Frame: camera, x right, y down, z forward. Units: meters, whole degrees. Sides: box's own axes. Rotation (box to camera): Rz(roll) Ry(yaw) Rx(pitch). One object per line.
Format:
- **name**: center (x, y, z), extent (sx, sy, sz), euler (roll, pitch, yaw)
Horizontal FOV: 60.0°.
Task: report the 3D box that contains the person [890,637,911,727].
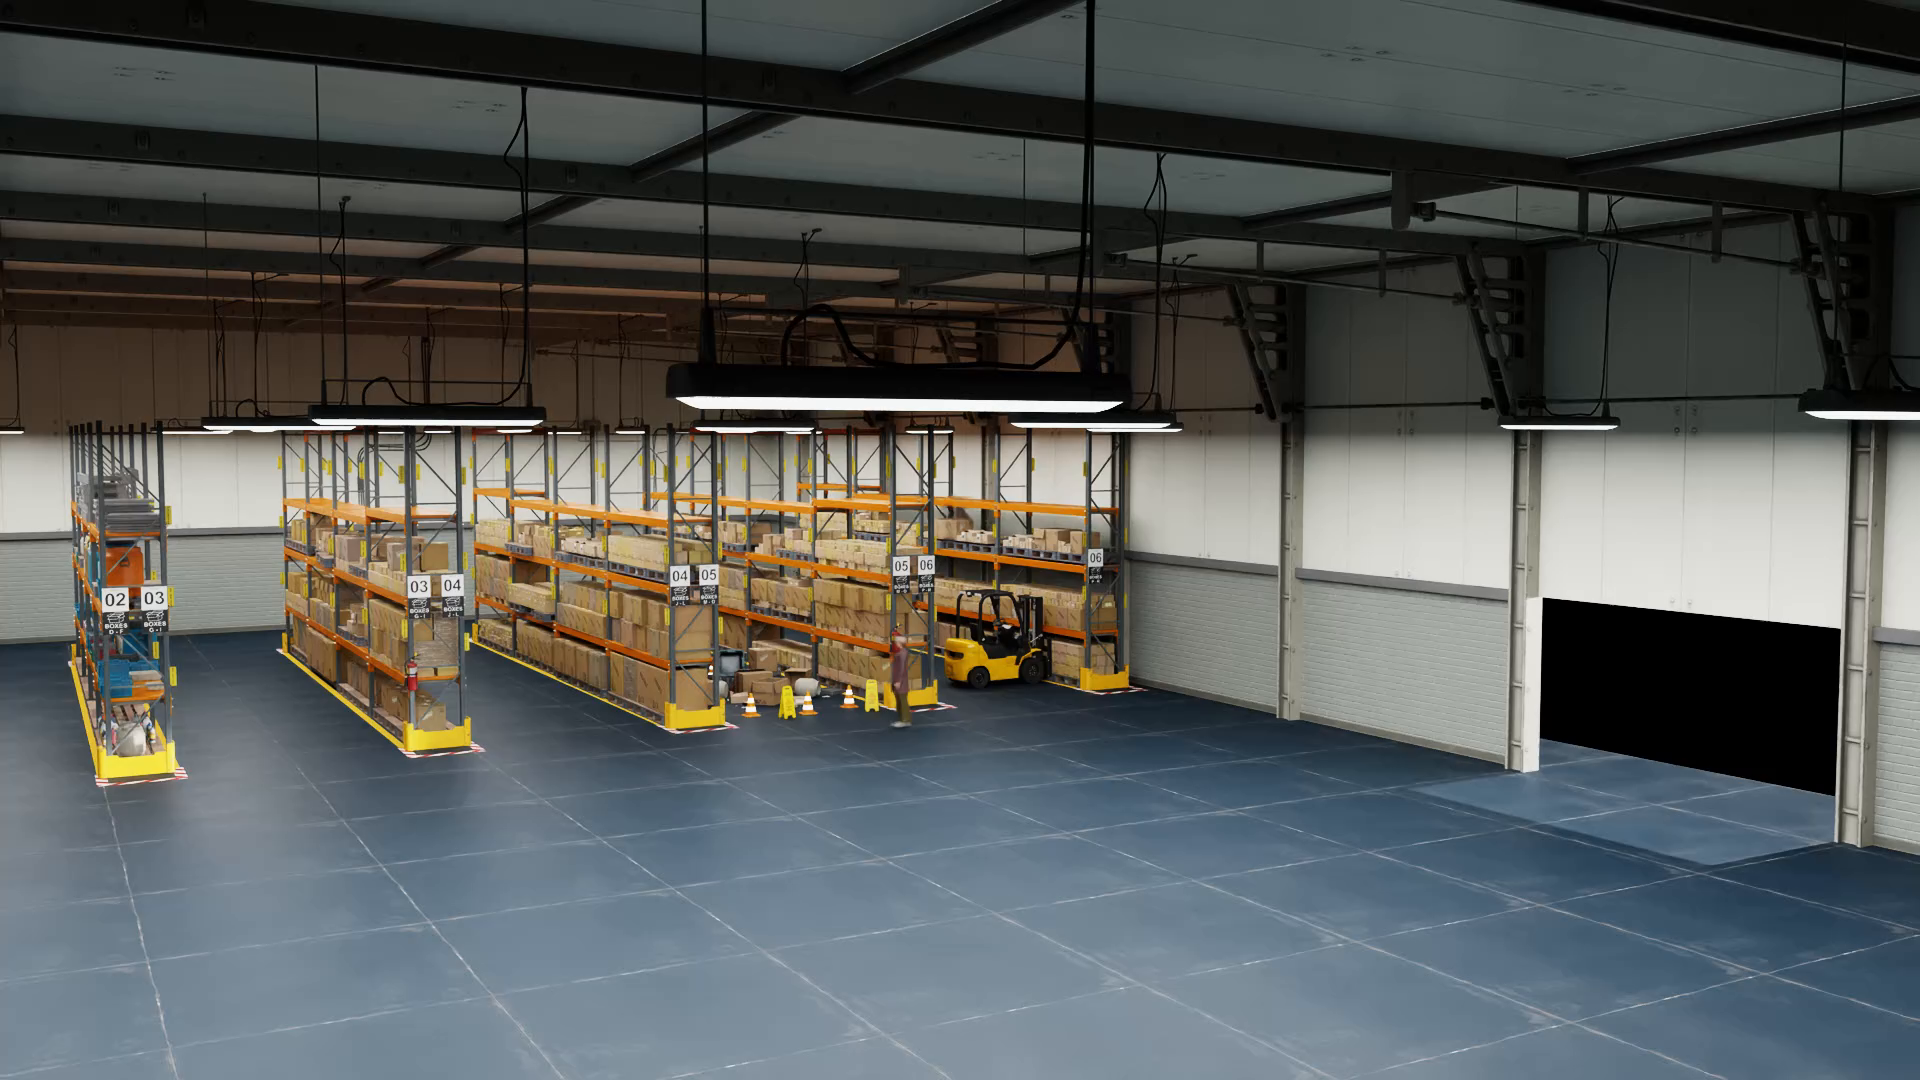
- **person**: center (-1.161, 2.811, 32.839), extent (0.390, 1.810, 0.652), euler (-1, 4, -10)
